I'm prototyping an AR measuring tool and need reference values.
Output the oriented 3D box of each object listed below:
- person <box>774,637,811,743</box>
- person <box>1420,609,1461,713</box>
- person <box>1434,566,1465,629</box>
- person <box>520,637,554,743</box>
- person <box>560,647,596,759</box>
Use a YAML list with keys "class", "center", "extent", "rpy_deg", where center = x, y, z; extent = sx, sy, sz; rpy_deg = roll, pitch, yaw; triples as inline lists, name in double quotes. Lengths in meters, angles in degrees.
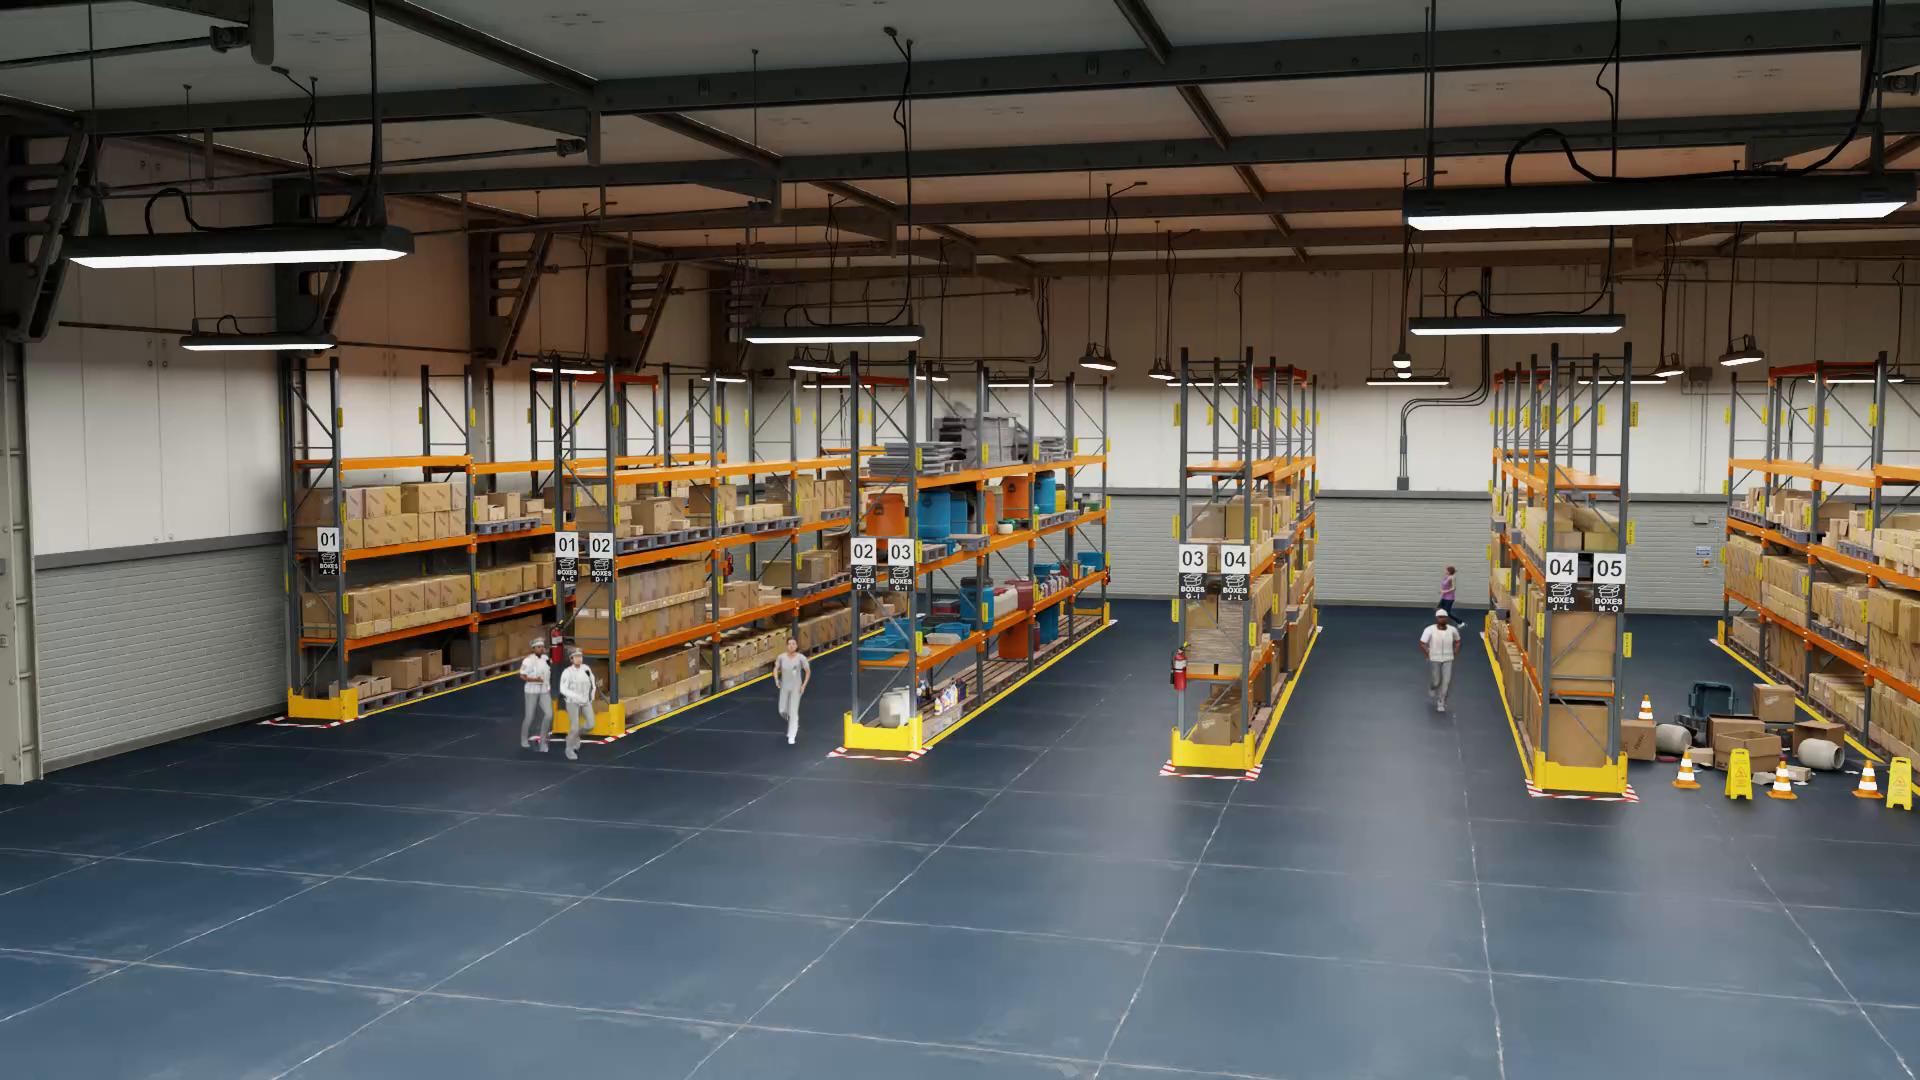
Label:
- class: "person"
  center: [-2.610, 2.310, 25.730]
  extent: [0.595, 1.639, 0.522]
  rpy_deg: [1, 4, 8]
- class: "person"
  center: [8.238, 2.052, 28.463]
  extent: [0.700, 1.739, 0.801]
  rpy_deg: [0, 4, 5]
- class: "person"
  center: [11.396, 1.377, 38.875]
  extent: [0.794, 1.573, 0.523]
  rpy_deg: [0, 4, 0]
- class: "person"
  center: [-6.365, 2.249, 25.016]
  extent: [0.530, 1.586, 0.595]
  rpy_deg: [-3, 5, -38]
- class: "person"
  center: [-5.567, 2.389, 24.399]
  extent: [0.652, 1.656, 0.637]
  rpy_deg: [-4, 6, -41]
